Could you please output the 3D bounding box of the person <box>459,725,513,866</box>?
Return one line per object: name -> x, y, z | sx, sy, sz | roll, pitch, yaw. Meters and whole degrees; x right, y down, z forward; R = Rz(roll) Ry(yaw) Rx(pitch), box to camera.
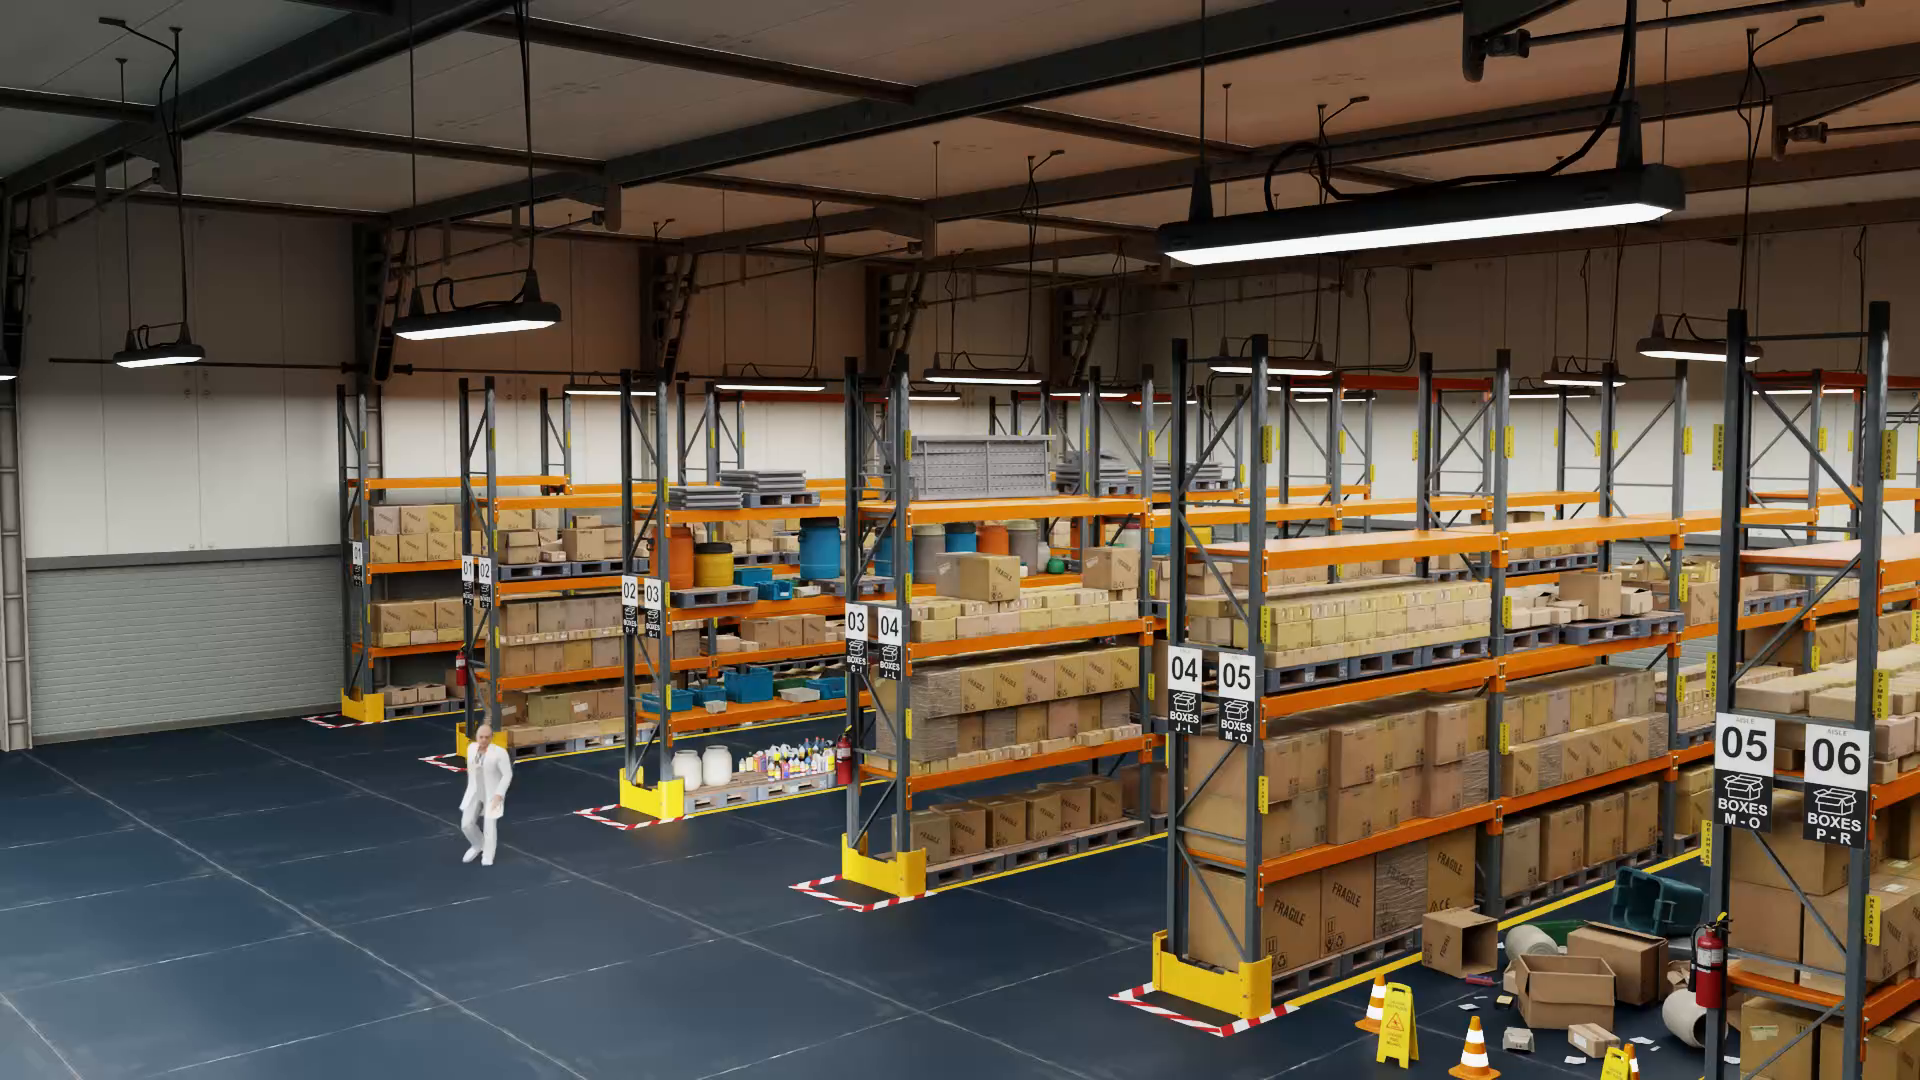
person -> -5.564, 3.011, 19.589 | 0.673, 1.725, 0.757 | 0, 4, 5
